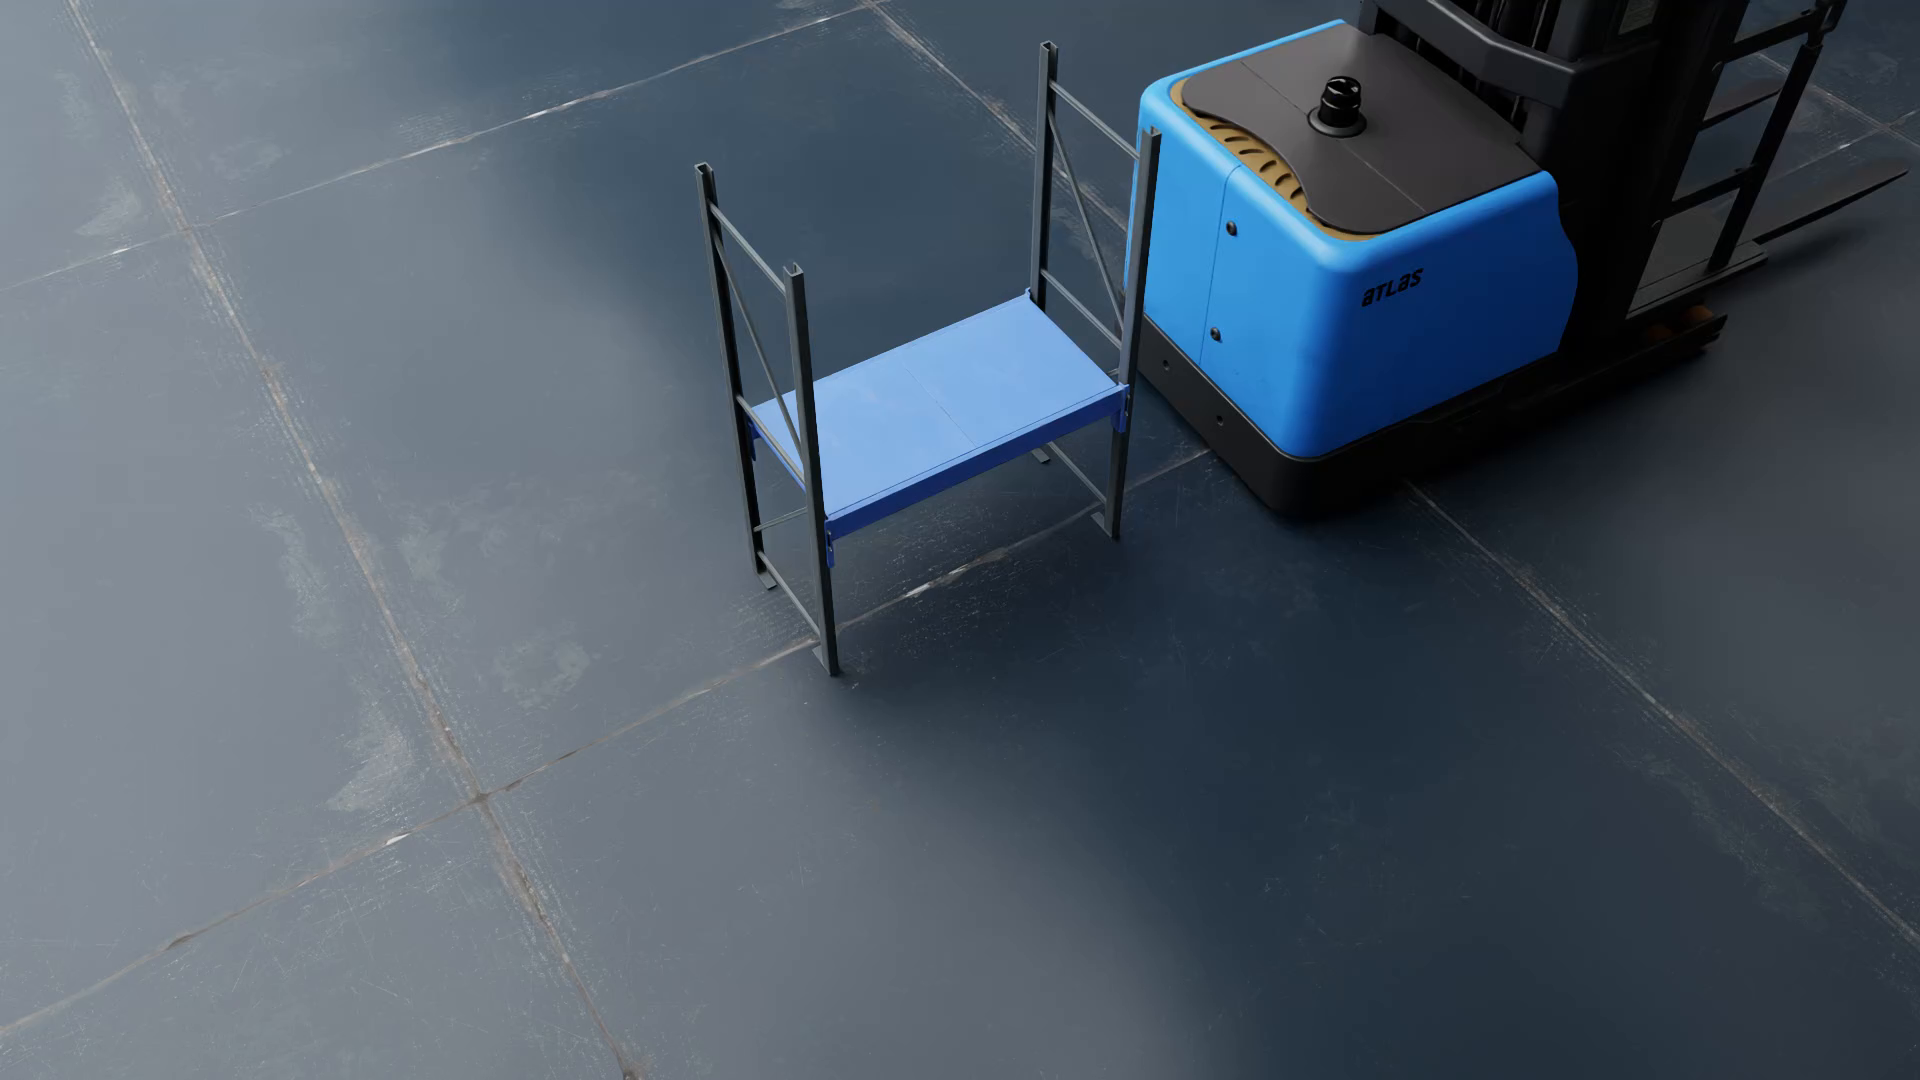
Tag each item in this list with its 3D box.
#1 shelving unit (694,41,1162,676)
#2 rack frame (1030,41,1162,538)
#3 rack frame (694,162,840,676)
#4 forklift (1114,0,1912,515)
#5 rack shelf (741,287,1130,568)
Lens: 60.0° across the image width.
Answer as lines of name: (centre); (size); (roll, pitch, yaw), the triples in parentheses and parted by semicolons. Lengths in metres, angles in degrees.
shelving unit: (-0.072, -0.465, 4.660); (1.048, 1.500, 0.538); (-25, 53, -21)
rack frame: (0.358, -0.667, 4.840); (0.032, 1.500, 0.500); (-25, 53, -21)
rack frame: (-0.502, -0.262, 4.479); (0.032, 1.500, 0.500); (-25, 53, -21)
forklift: (2.070, -1.878, 4.960); (3.031, 2.935, 1.130); (-23, 52, -19)
rack shelf: (-0.072, -0.345, 4.794); (1.000, 0.185, 0.538); (-25, 53, -21)
